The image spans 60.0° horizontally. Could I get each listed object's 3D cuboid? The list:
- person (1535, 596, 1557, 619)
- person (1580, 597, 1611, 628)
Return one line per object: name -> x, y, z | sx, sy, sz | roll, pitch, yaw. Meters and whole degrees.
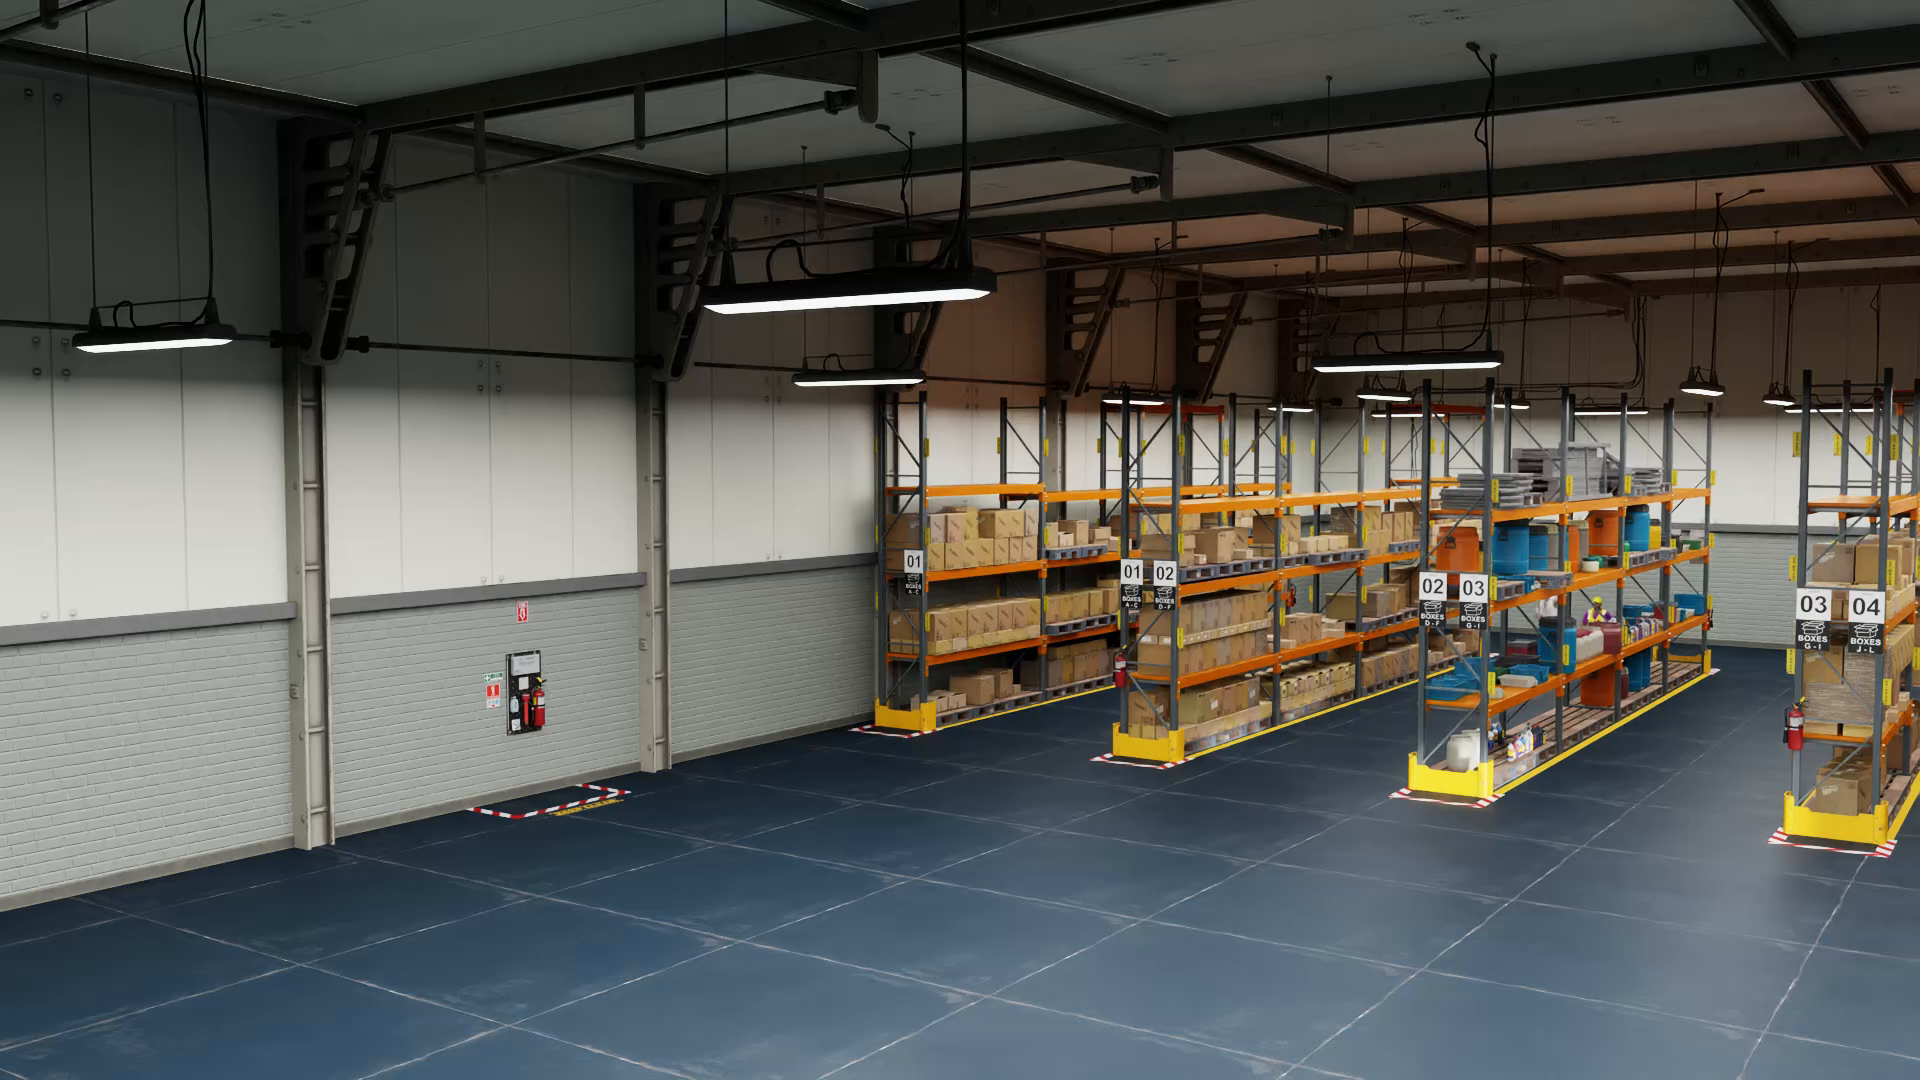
person -> 14.348, 1.919, 40.426 | 0.694, 1.682, 0.716 | 3, 4, 42
person -> 13.867, 2.103, 36.351 | 0.651, 1.714, 1.022 | 3, 4, 40
